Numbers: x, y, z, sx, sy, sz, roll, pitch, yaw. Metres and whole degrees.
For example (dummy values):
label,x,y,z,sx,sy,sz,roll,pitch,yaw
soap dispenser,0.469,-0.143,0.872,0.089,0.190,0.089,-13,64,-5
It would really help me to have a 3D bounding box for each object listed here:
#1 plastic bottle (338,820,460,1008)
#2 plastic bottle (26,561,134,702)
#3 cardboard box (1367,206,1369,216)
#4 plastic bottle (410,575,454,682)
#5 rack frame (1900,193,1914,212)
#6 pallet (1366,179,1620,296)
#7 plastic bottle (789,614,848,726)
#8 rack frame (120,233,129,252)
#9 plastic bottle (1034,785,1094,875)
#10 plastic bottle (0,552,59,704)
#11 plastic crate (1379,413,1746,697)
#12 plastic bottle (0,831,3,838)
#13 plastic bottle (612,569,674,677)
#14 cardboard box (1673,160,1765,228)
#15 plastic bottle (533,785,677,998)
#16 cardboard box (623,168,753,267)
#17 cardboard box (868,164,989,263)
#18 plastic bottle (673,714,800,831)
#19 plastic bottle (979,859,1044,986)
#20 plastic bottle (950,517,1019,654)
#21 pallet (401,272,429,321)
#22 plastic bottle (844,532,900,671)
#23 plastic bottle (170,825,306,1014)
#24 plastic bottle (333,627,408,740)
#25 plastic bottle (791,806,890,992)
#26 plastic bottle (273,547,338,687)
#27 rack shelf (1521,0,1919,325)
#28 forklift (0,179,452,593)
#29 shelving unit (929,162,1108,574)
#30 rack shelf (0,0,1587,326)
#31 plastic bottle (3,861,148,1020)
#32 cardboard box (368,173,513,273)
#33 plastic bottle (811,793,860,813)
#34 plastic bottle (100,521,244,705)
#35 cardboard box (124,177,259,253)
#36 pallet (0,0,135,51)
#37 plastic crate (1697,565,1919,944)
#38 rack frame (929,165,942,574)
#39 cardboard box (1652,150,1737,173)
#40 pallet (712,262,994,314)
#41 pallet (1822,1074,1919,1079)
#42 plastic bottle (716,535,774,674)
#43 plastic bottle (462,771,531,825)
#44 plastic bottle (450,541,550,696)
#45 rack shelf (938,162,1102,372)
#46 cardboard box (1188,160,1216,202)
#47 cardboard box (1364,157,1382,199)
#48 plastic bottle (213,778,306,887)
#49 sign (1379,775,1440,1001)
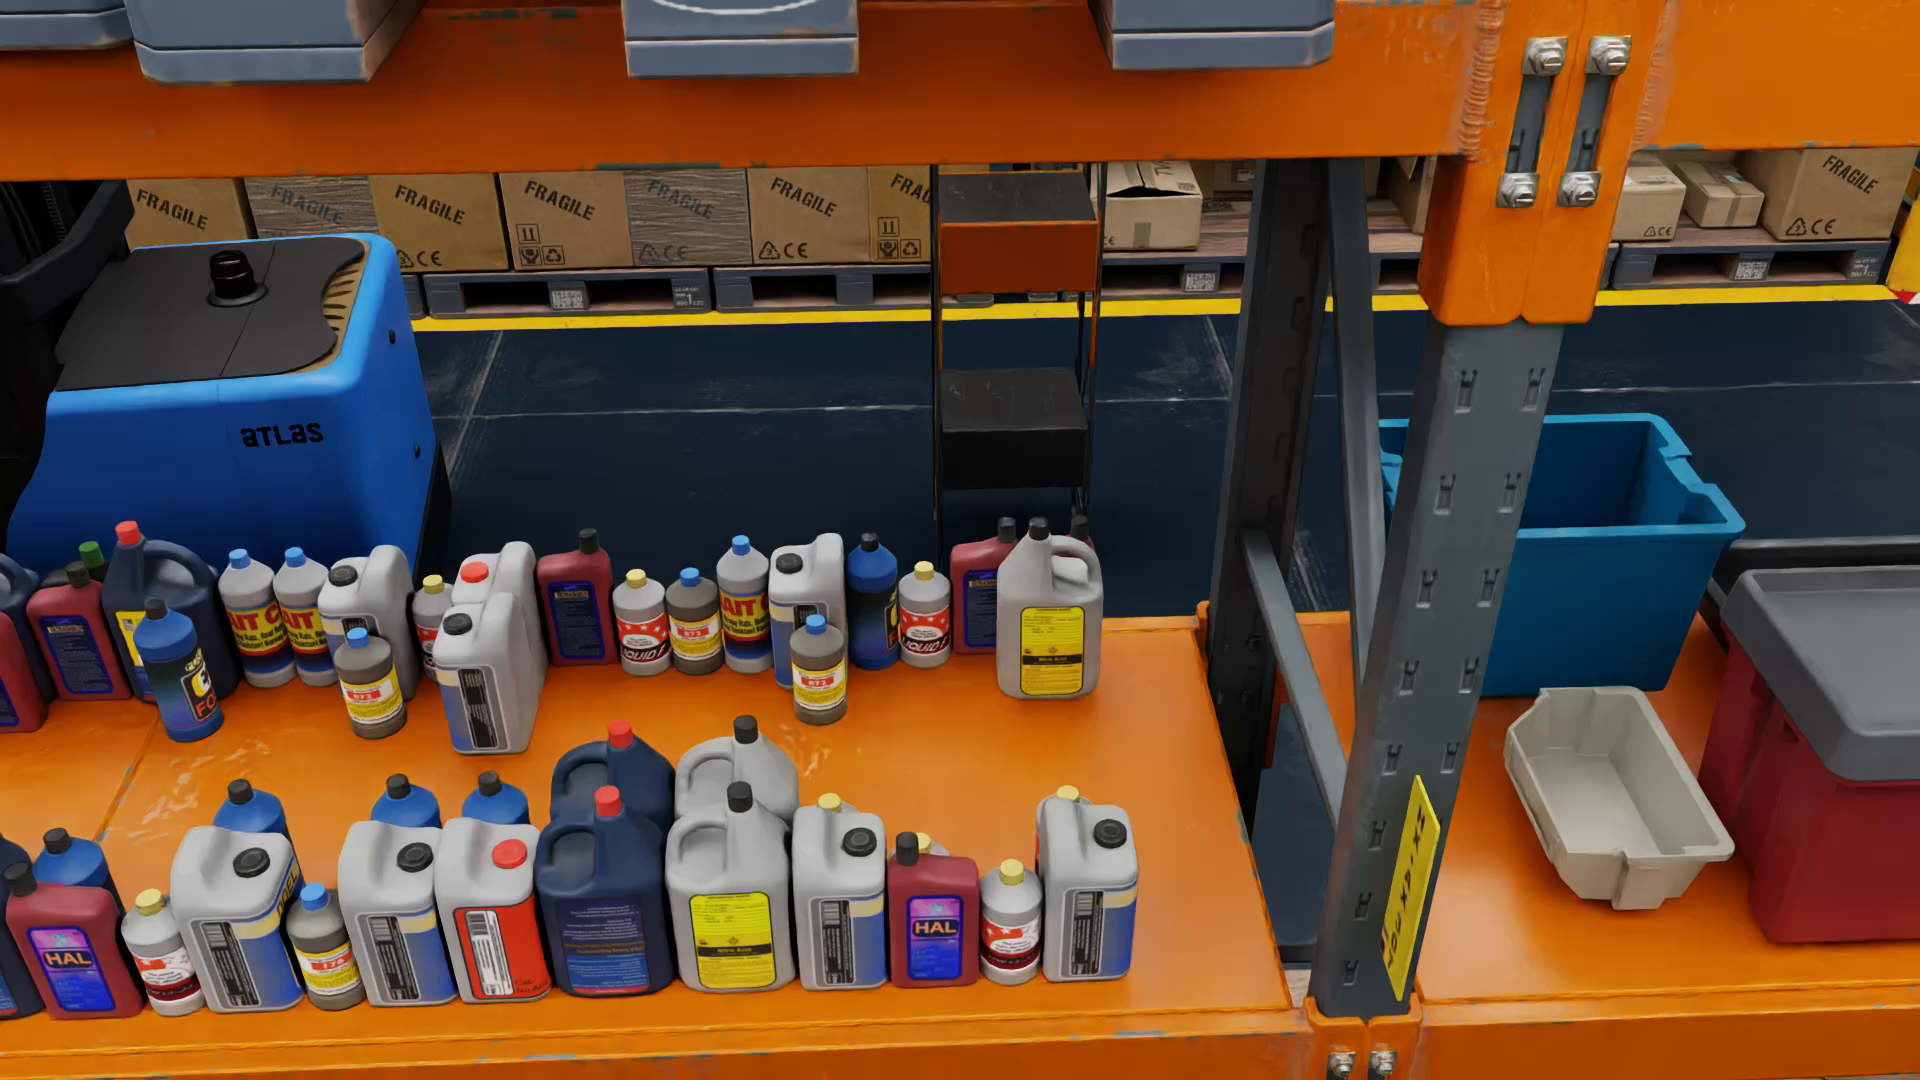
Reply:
label,x,y,z,sx,sy,sz,roll,pitch,yaw
plastic bottle,-0.813,0.538,2.446,0.135,0.276,0.152,-2,35,-2
plastic bottle,-1.581,0.163,2.981,0.133,0.283,0.061,-2,35,-2
cardboard box,1.631,-1.484,7.361,0.250,0.166,0.380,-2,35,-2
plastic bottle,-0.954,0.155,3.064,0.097,0.201,0.097,0,35,0
rack frame,4.333,-2.658,6.955,0.127,3.000,1.000,-2,35,-2
pallet,2.245,-1.456,7.669,1.213,0.211,1.003,-2,35,-2
plastic bottle,-0.253,0.223,2.966,0.097,0.201,0.097,0,35,0
rack frame,-3.658,-2.443,6.644,0.127,3.000,1.000,-2,35,-2
plastic bottle,0.166,0.471,2.608,0.097,0.201,0.097,0,35,0
plastic bottle,-1.741,0.128,2.972,0.185,0.351,0.144,-2,35,-2
plastic crate,1.019,0.041,3.017,0.575,0.384,0.392,-2,35,-2
plastic bottle,-1.576,0.443,2.517,0.185,0.351,0.144,-2,35,-2
plastic bottle,-0.589,0.145,3.078,0.097,0.201,0.097,0,35,0
cardboard box,3.393,-1.560,7.471,0.250,0.166,0.380,-2,35,-2
plastic bottle,-0.519,0.501,2.433,0.185,0.351,0.144,-2,35,-2
cardboard box,-1.137,-1.506,7.100,0.500,0.500,0.500,-1,35,-2
cardboard box,-0.142,-1.527,7.131,0.500,0.500,0.500,-2,35,-2
plastic bottle,-0.341,0.414,2.559,0.185,0.351,0.144,-2,35,-2
plastic bottle,0.076,0.560,2.480,0.097,0.201,0.097,0,35,0
plastic bottle,0.049,0.084,3.095,0.133,0.283,0.061,-2,35,-2
pallet,-2.910,-1.295,7.435,1.213,0.211,1.003,-2,35,-2
plastic bottle,-0.163,0.105,3.075,0.097,0.271,0.097,0,35,0
plastic bottle,-1.045,0.544,2.437,0.135,0.276,0.152,-2,35,-2
plastic bottle,-1.044,0.244,2.936,0.097,0.201,0.097,0,35,0
plastic bottle,-0.175,0.520,2.471,0.135,0.276,0.152,-2,35,-2
plastic bottle,-1.186,0.133,3.035,0.097,0.271,0.097,0,35,0
rack shelf,2.566,-0.726,2.160,4.000,0.370,1.077,-2,35,-2
forklift,-3.203,-0.906,4.483,3.031,2.935,1.130,-5,35,-8
shelving unit,0.165,-0.868,5.159,0.503,2.100,0.431,-2,35,-2
rack shelf,-1.429,-0.619,2.004,4.000,0.370,1.077,-2,35,-2
plastic bottle,-1.274,0.573,2.389,0.133,0.283,0.061,-2,35,-2
cardboard box,-2.166,-1.474,7.053,0.500,0.500,0.500,-2,35,-3
plastic bottle,-0.199,0.481,2.594,0.097,0.201,0.097,0,35,0
plastic bottle,-1.423,0.120,2.984,0.185,0.351,0.144,-2,35,-2
cardboard box,-3.190,-1.446,7.013,0.500,0.500,0.500,0,35,0
pallet,-1.343,-0.782,1.774,1.213,0.211,1.003,-2,35,-2
plastic crate,1.472,0.333,2.524,0.583,0.464,0.402,-2,35,-2
rack frame,-0.078,-0.861,5.149,0.015,2.100,0.400,-2,35,-2
cardboard box,3.277,-1.842,7.805,0.500,0.250,0.500,-2,35,-2
pallet,-0.473,-1.360,7.530,1.213,0.211,1.003,-2,35,-2
pallet,2.523,1.335,3.635,1.213,0.211,1.003,-2,35,-2
plastic bottle,-0.395,0.111,3.066,0.097,0.271,0.097,0,35,0
plastic bottle,-0.703,0.466,2.555,0.097,0.271,0.097,0,35,0
plastic bottle,-0.837,0.137,3.025,0.135,0.276,0.152,-2,35,-2
rack shelf,0.165,-0.857,5.167,0.480,0.518,0.431,-2,35,-2
cardboard box,0.893,-1.880,7.641,0.500,0.500,0.500,-2,35,-2
cardboard box,1.643,-1.823,7.724,0.500,0.311,0.500,-2,35,-2
plastic bottle,-1.069,0.475,2.540,0.097,0.271,0.097,0,35,0
sign,0.593,0.464,2.200,0.005,0.325,0.100,-2,35,-2
